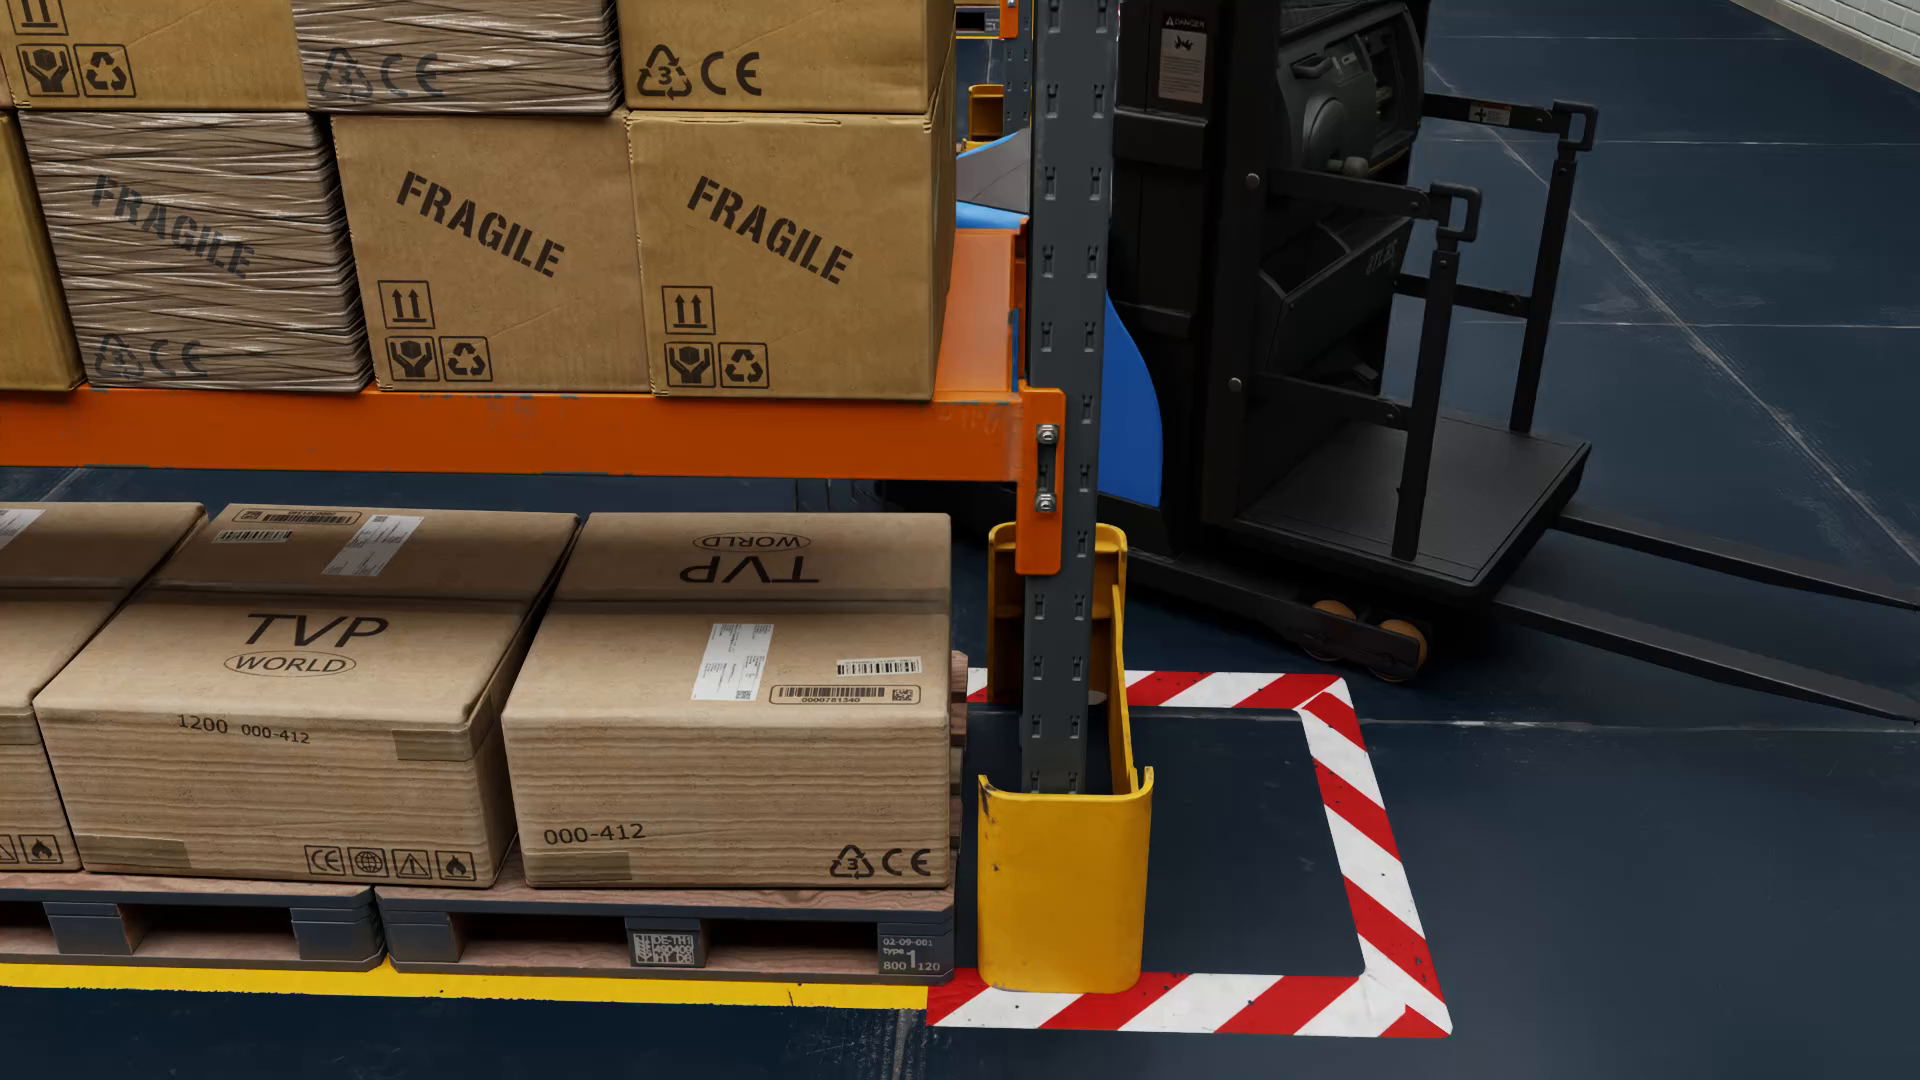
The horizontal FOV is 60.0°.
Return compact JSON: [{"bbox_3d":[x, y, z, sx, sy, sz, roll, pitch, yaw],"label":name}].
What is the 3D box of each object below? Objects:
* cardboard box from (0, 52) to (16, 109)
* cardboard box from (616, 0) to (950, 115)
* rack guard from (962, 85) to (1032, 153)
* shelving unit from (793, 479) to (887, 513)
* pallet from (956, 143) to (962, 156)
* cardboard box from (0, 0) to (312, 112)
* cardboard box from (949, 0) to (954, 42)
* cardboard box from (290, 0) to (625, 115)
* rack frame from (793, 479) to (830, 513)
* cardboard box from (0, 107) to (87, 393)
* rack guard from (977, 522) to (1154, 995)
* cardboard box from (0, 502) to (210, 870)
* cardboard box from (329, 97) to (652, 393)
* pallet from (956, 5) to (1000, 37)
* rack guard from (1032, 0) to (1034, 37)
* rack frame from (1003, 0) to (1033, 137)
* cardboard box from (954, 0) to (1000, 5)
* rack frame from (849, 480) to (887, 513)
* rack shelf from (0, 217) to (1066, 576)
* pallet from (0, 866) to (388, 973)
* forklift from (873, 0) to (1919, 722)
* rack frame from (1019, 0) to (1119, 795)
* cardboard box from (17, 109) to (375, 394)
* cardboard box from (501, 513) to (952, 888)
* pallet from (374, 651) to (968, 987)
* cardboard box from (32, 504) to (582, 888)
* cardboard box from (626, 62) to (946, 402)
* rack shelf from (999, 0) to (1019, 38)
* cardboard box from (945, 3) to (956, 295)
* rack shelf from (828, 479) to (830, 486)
[{"bbox_3d":[-1.806,-1.051,2.856,0.500,0.500,0.500,1,28,1],"label":"cardboard box"},{"bbox_3d":[-0.286,-1.038,2.830,0.500,0.500,0.500,2,28,3],"label":"cardboard box"},{"bbox_3d":[0.202,-1.871,8.245,0.348,0.500,1.175,1,28,2],"label":"rack guard"},{"bbox_3d":[-0.385,-0.462,5.161,0.210,0.900,0.258,-16,32,-28],"label":"shelving unit"},{"bbox_3d":[-0.609,-1.773,8.369,1.213,0.211,1.003,1,28,2],"label":"pallet"},{"bbox_3d":[-1.303,-1.042,2.839,0.500,0.500,0.500,1,28,2],"label":"cardboard box"},{"bbox_3d":[-0.265,-1.282,3.292,0.500,0.500,0.500,0,28,1],"label":"cardboard box"},{"bbox_3d":[-0.809,-1.033,2.821,0.500,0.500,0.500,1,28,2],"label":"cardboard box"},{"bbox_3d":[-0.472,-0.437,5.113,0.006,0.900,0.240,-16,32,-28],"label":"rack frame"},{"bbox_3d":[-1.819,-0.605,3.082,0.500,0.500,0.500,2,28,3],"label":"cardboard box"},{"bbox_3d":[0.228,0.450,3.868,0.348,0.500,1.175,1,28,2],"label":"rack guard"},{"bbox_3d":[-2.275,0.300,3.768,0.875,0.438,0.875,0,28,0],"label":"cardboard box"},{"bbox_3d":[-0.788,-0.599,3.070,0.500,0.500,0.500,0,28,1],"label":"cardboard box"},{"bbox_3d":[-0.248,-4.038,12.643,1.213,0.211,1.003,1,28,2],"label":"pallet"},{"bbox_3d":[0.578,-4.189,12.618,0.348,0.500,1.175,1,28,2],"label":"rack guard"},{"bbox_3d":[0.278,-2.974,7.657,0.127,3.000,1.000,1,28,2],"label":"rack frame"},{"bbox_3d":[-0.088,-4.514,12.382,0.875,0.875,0.875,1,28,2],"label":"cardboard box"},{"bbox_3d":[-0.299,-0.487,5.208,0.006,0.900,0.240,-16,32,-28],"label":"rack frame"},{"bbox_3d":[-1.794,-0.370,3.514,4.000,0.370,1.077,1,28,2],"label":"rack shelf"},{"bbox_3d":[-1.814,0.579,3.933,1.213,0.211,1.003,1,28,2],"label":"pallet"},{"bbox_3d":[1.227,-1.192,4.370,3.031,2.935,1.130,17,33,30],"label":"forklift"},{"bbox_3d":[0.204,-0.655,3.283,0.127,3.000,1.000,1,28,2],"label":"rack frame"},{"bbox_3d":[-1.303,-0.603,3.078,0.500,0.500,0.500,2,28,3],"label":"cardboard box"},{"bbox_3d":[-0.459,0.327,3.717,0.875,0.438,0.875,0,28,0],"label":"cardboard box"},{"bbox_3d":[-0.598,0.600,3.892,1.213,0.211,1.003,1,28,2],"label":"pallet"},{"bbox_3d":[-1.374,0.316,3.738,0.875,0.438,0.875,2,28,3],"label":"cardboard box"},{"bbox_3d":[-0.287,-0.583,3.041,0.500,0.500,0.500,1,28,2],"label":"cardboard box"},{"bbox_3d":[-1.721,-2.689,7.888,4.000,0.370,1.077,1,28,2],"label":"rack shelf"},{"bbox_3d":[-0.265,-0.842,3.528,0.500,0.500,0.500,1,28,1],"label":"cardboard box"},{"bbox_3d":[-0.386,-0.274,5.261,0.200,0.077,0.258,-16,32,-28],"label":"rack shelf"}]
